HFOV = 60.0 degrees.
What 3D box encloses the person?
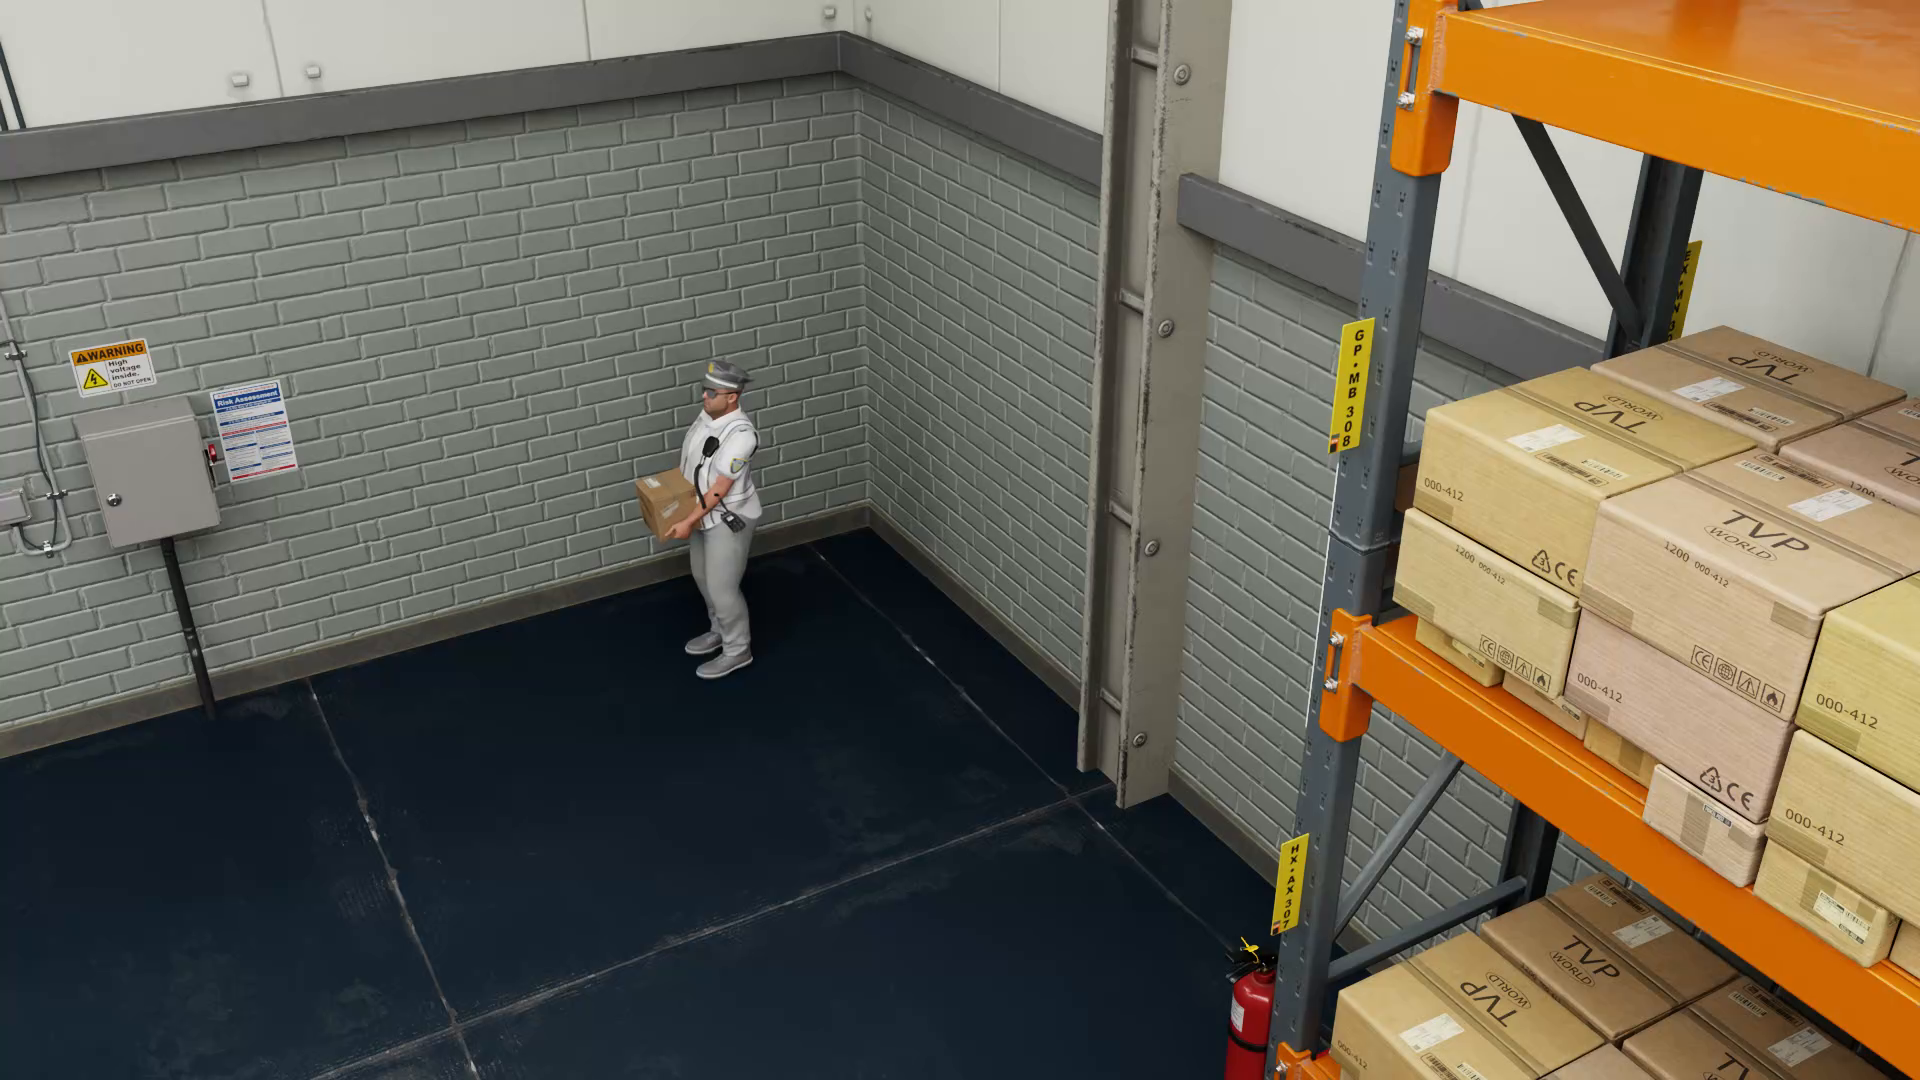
[{"bbox_3d":[-1.321,-0.109,8.736,0.566,1.767,0.493,-16,32,-26],"label":"person"}]
